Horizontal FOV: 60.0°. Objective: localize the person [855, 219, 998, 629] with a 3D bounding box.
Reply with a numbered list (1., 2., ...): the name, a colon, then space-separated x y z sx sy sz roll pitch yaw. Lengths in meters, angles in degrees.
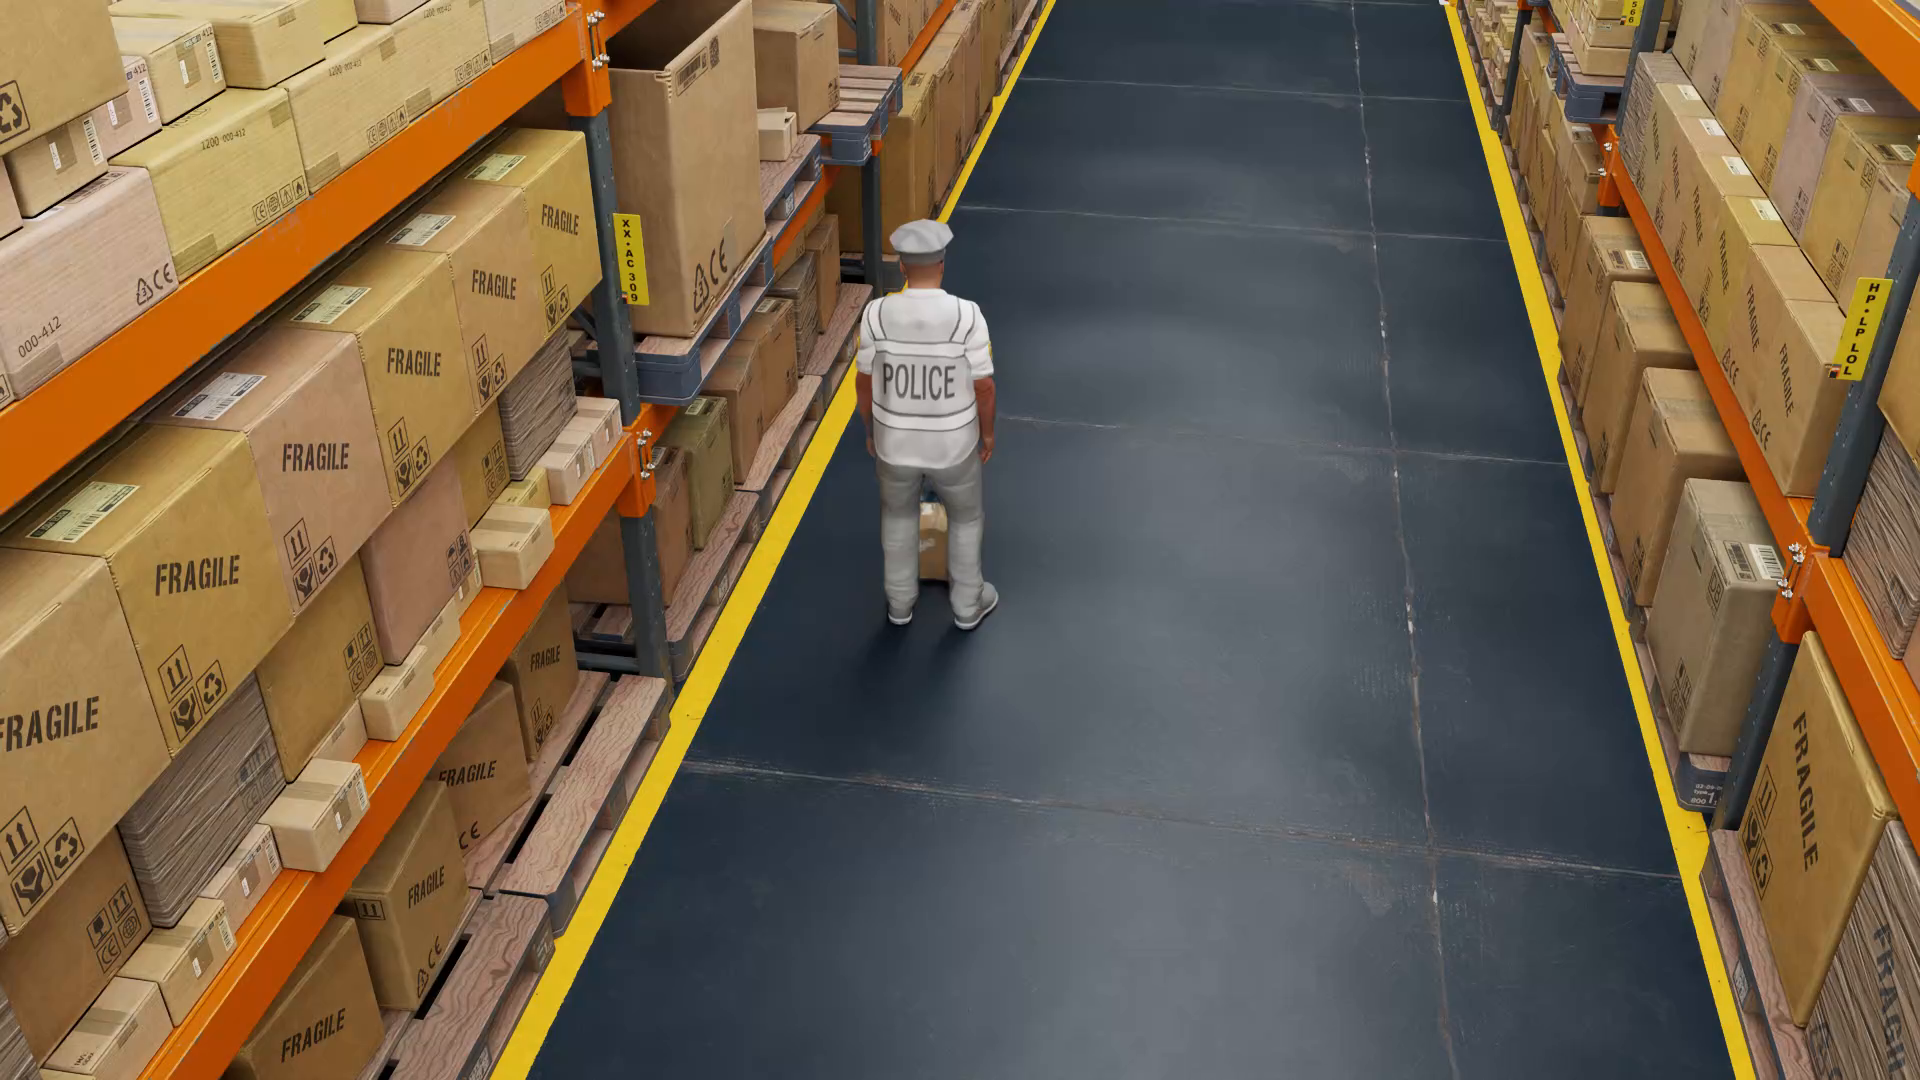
1. person: -0.134 -0.415 6.787 0.572 1.749 0.434 4 32 7
